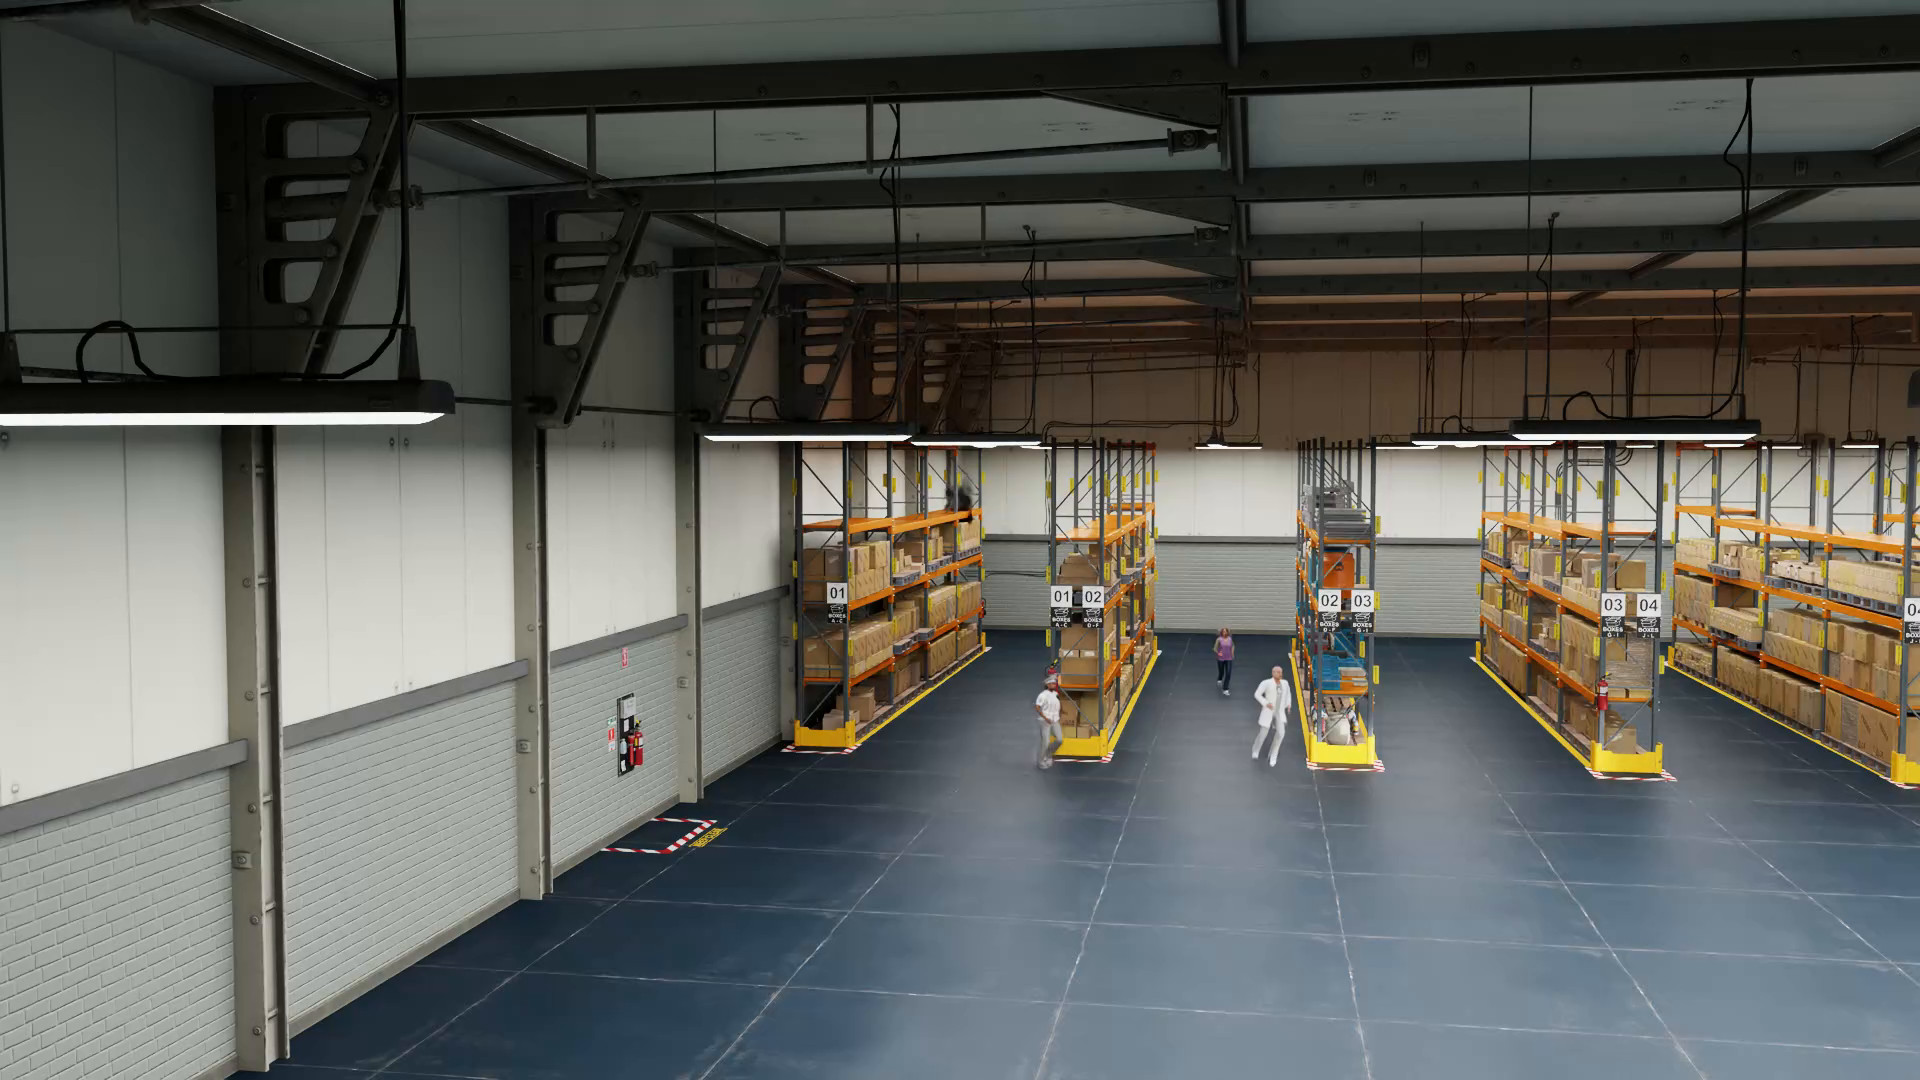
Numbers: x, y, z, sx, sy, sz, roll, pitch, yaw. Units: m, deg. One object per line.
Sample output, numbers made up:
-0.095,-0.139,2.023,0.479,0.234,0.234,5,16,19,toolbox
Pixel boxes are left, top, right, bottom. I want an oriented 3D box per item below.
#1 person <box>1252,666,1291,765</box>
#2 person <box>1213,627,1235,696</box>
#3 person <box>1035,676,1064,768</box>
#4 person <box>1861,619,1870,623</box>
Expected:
5.796,3.233,30.740,0.768,1.809,0.746,-1,3,-10,person
6.263,2.854,39.373,0.538,1.586,0.790,0,3,-4,person
1.668,3.304,30.179,0.631,1.649,0.533,-2,4,-34,person
24.745,2.509,45.036,0.821,1.758,0.676,1,3,23,person
